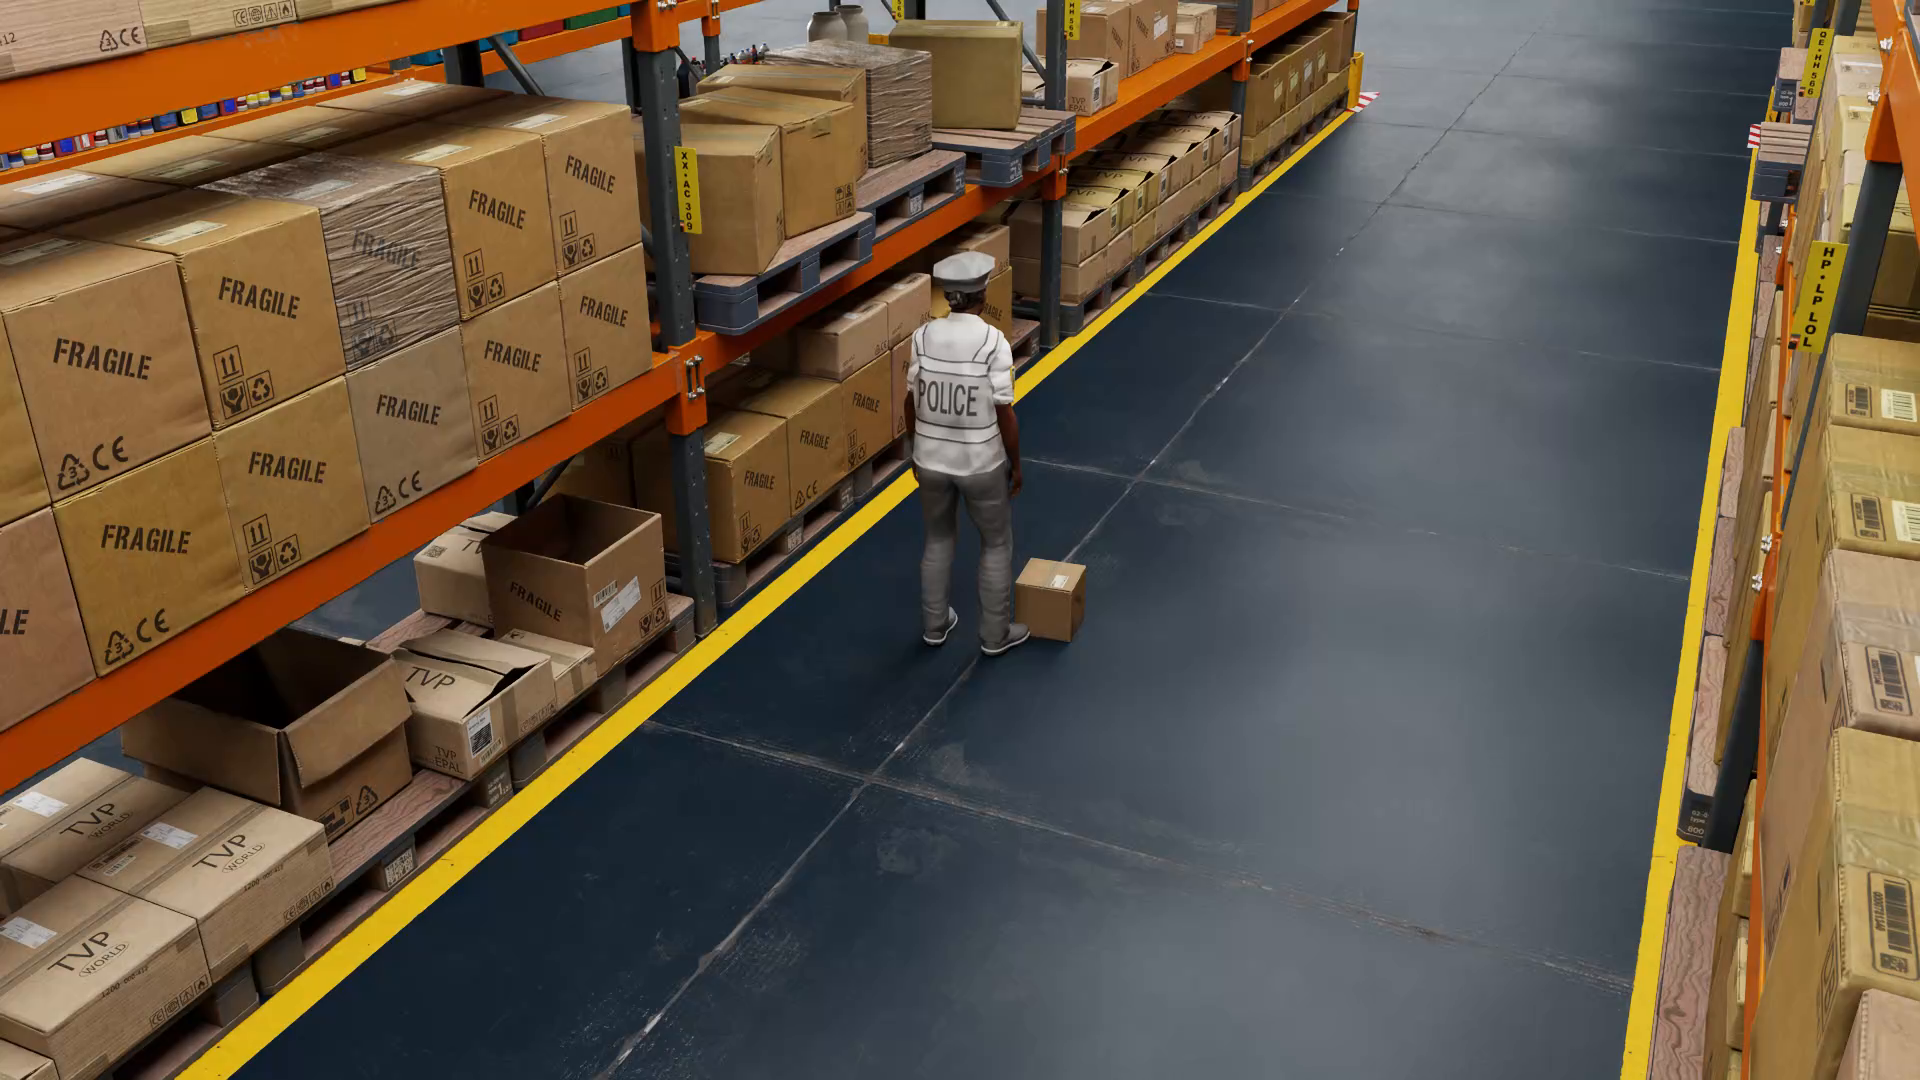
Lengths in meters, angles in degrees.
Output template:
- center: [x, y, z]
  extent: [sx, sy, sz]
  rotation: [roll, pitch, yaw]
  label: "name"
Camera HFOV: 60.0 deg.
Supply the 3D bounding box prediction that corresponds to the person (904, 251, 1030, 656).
- center: [0.023, -0.317, 6.759]
  extent: [0.505, 1.656, 0.396]
  rotation: [10, 28, 20]
  label: "person"
